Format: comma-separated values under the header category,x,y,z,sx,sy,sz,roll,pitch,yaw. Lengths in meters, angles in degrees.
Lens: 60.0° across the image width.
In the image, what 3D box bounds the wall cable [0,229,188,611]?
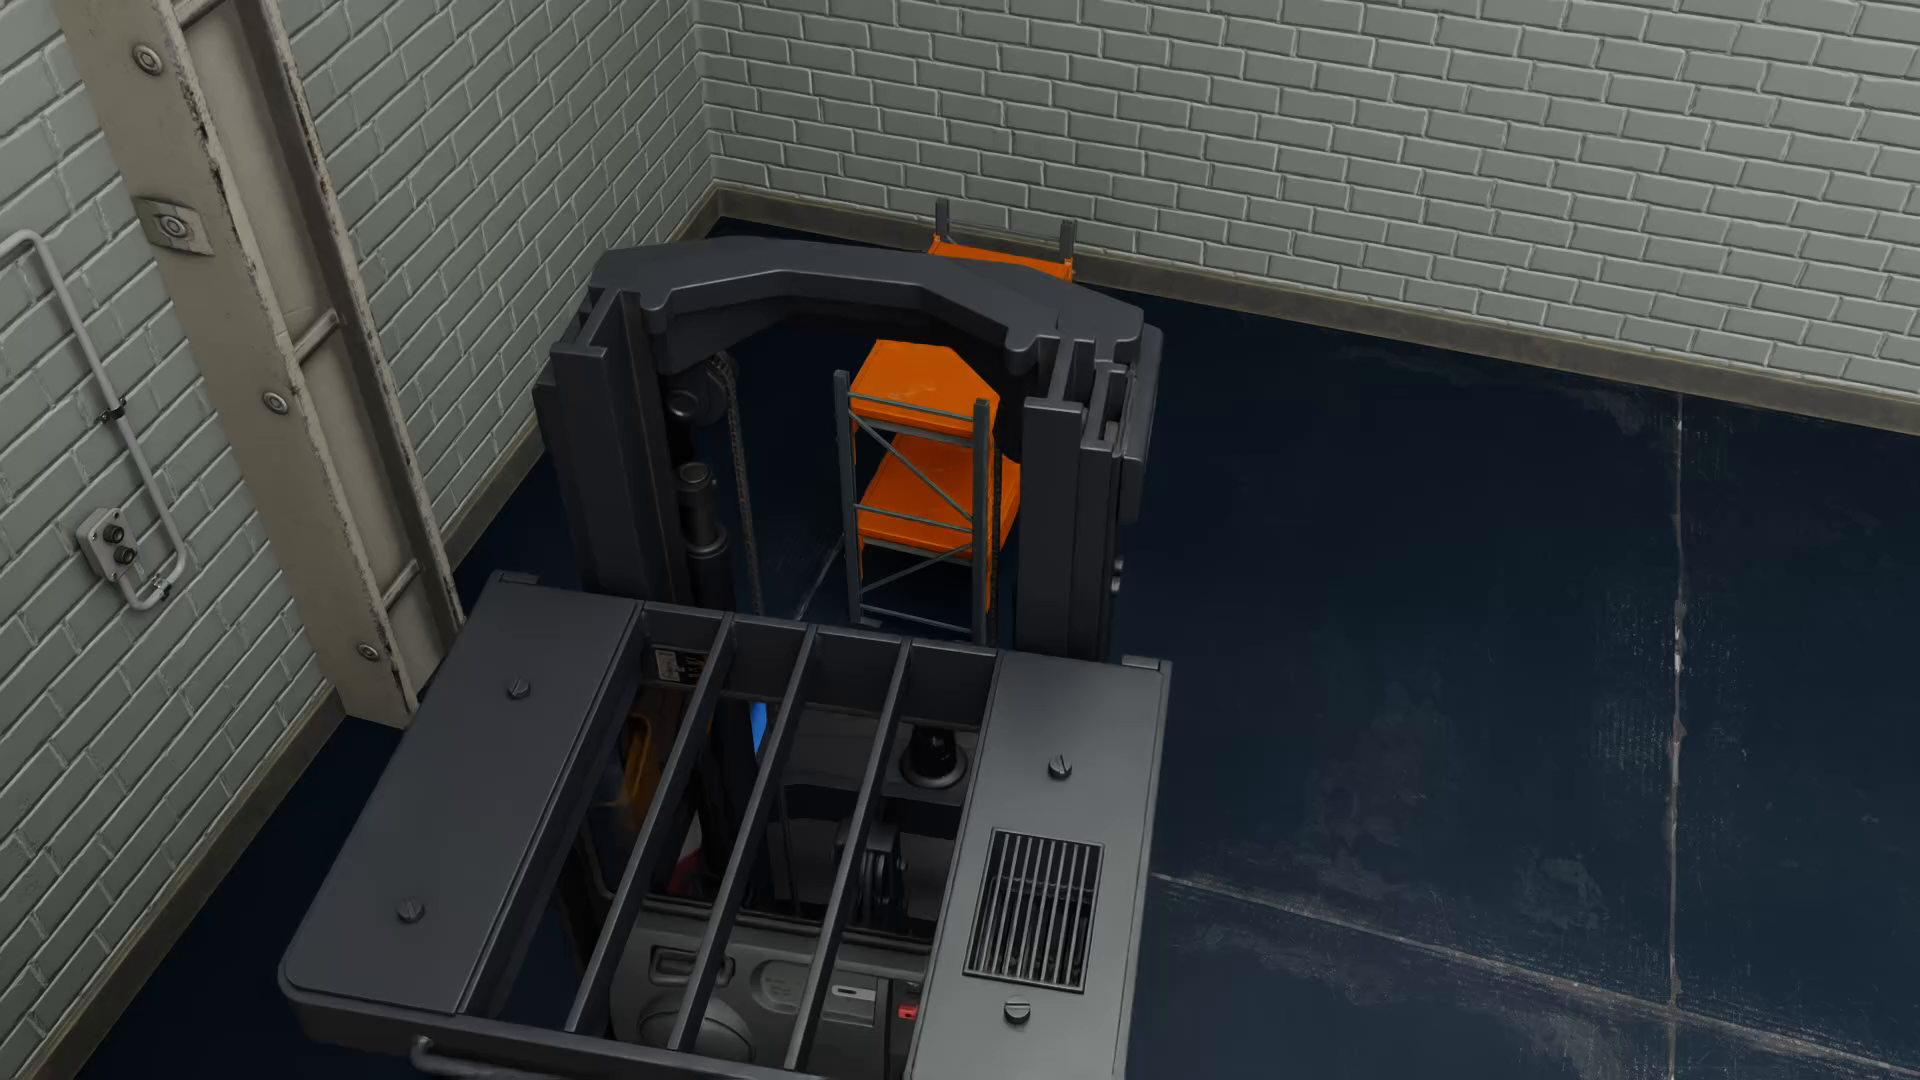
category,x,y,z,sx,sy,sz,roll,pitch,yaw
wall cable,-2.417,-0.022,3.402,0.084,1.984,1.851,13,46,13

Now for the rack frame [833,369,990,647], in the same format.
category,x,y,z,sx,sy,sz,roll,pitch,yaw
rack frame,-0.152,-0.068,5.515,0.500,1.125,0.032,13,46,13

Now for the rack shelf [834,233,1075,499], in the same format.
category,x,y,z,sx,sy,sz,roll,pitch,yaw
rack shelf,0.002,-0.616,5.656,0.538,0.278,1.000,13,46,13

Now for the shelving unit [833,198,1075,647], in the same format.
category,x,y,z,sx,sy,sz,roll,pitch,yaw
shelving unit,0.002,-0.407,5.861,0.538,1.125,1.048,13,46,13

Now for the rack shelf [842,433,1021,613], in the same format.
category,x,y,z,sx,sy,sz,roll,pitch,yaw
rack shelf,0.002,-0.232,6.032,0.538,0.278,1.000,13,46,13

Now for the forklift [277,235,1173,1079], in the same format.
category,x,y,z,sx,sy,sz,roll,pitch,yaw
forklift,-0.266,1.058,3.073,1.130,2.935,3.031,7,45,7

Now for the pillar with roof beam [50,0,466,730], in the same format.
category,x,y,z,sx,sy,sz,roll,pitch,yaw
pillar with roof beam,2.193,-1.821,1.677,9.100,9.000,0.400,13,46,13

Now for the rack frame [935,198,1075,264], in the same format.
category,x,y,z,sx,sy,sz,roll,pitch,yaw
rack frame,0.156,-0.745,6.207,0.500,1.125,0.032,13,46,13
